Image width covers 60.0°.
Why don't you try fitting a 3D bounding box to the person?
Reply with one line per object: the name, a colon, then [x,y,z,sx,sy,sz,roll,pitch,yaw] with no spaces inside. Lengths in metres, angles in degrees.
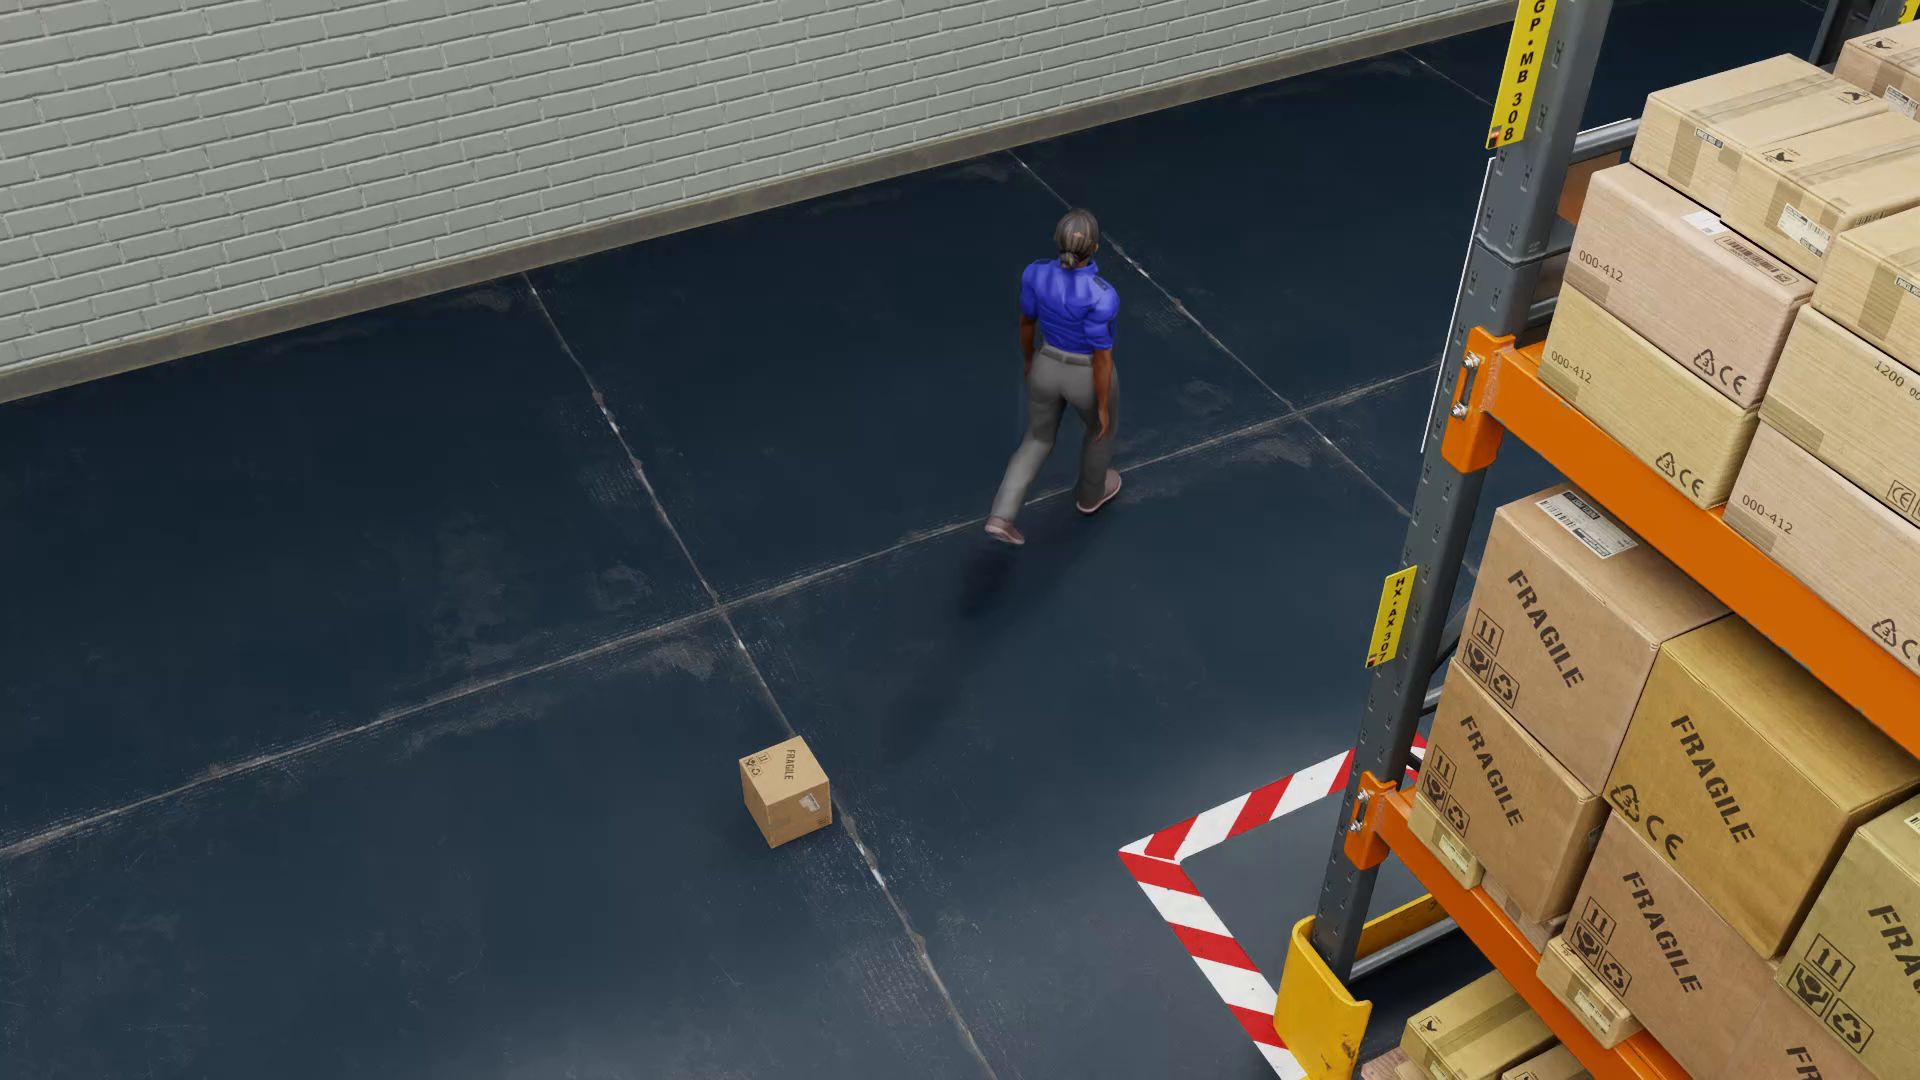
person: [0.430,-0.664,6.903,0.462,1.610,0.860,20,45,21]
